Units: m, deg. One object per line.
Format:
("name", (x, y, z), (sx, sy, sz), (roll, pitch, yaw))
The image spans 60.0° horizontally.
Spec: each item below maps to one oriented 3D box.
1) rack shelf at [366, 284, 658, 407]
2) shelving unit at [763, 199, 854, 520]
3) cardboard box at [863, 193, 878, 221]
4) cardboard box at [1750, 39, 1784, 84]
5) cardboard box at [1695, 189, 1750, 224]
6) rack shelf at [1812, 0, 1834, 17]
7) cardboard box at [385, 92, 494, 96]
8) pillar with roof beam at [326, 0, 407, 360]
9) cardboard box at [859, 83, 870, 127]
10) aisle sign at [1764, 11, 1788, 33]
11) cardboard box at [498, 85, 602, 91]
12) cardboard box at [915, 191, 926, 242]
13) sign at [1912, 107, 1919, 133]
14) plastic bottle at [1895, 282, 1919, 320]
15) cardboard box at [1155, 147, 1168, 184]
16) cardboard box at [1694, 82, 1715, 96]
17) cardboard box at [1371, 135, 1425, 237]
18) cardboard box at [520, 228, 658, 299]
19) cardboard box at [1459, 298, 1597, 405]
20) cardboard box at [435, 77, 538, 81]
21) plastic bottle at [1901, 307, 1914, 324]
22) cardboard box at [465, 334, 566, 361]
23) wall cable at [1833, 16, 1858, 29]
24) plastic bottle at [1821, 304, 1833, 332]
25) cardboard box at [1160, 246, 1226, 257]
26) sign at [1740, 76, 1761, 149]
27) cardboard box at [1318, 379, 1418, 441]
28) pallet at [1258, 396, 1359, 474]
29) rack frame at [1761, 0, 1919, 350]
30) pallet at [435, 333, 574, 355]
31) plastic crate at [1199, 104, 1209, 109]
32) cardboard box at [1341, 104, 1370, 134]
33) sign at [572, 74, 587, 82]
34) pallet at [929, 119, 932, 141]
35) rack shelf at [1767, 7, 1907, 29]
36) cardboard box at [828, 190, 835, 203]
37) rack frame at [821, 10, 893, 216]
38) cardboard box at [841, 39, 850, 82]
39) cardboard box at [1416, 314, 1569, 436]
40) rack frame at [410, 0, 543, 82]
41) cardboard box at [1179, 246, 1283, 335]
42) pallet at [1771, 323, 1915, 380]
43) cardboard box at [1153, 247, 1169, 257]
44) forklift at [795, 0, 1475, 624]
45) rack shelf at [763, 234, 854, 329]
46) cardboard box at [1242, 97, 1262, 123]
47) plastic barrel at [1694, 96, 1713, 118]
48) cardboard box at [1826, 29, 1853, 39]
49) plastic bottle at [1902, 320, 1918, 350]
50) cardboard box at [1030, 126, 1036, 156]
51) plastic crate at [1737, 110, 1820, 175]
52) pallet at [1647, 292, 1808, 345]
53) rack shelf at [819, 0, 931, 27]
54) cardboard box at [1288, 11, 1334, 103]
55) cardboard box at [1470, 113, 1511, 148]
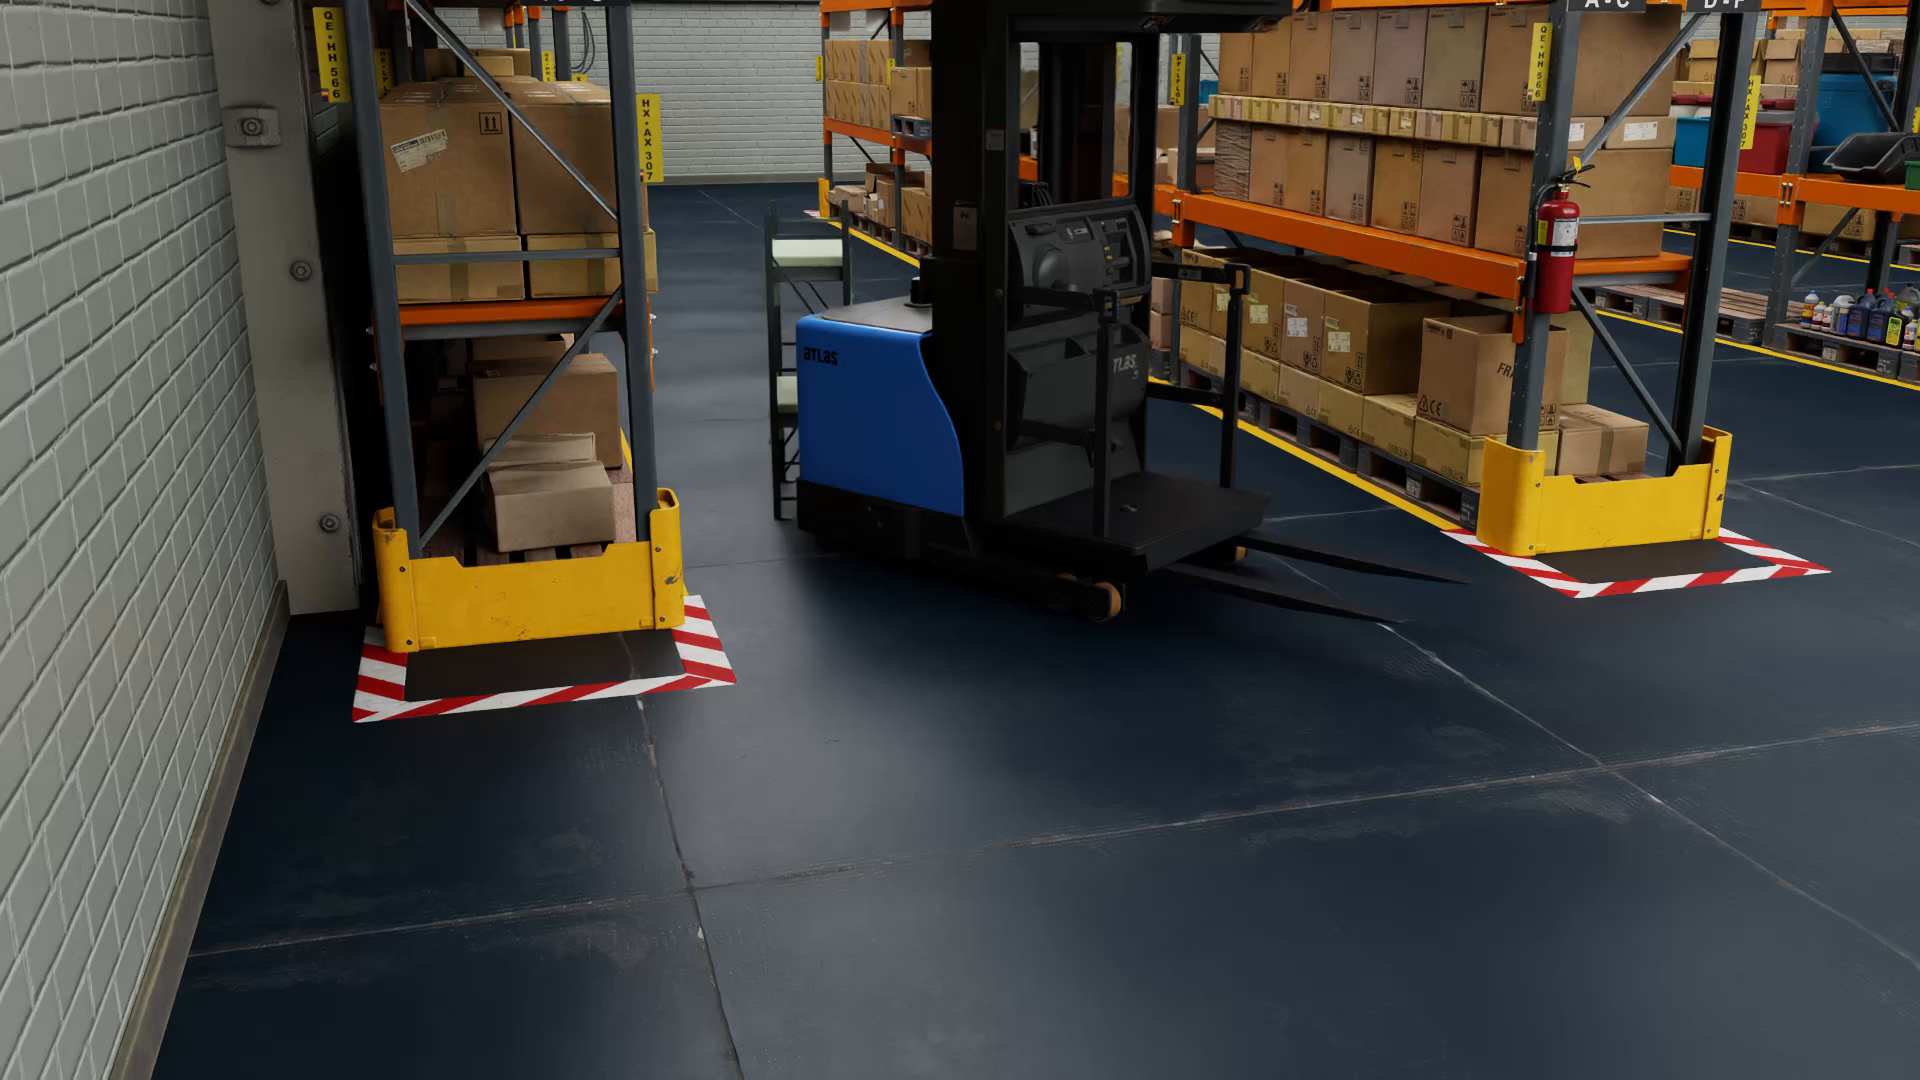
("rack shelf", (-2.252, -1.273, 8.226), (1.077, 0.370, 4.000), (-5, 17, -15))
("shelving unit", (-0.752, -0.931, 8.445), (0.431, 1.500, 0.755), (-1, 17, -4))
("cardboard box", (-0.874, -4.042, 20.103), (0.500, 0.311, 0.500), (-5, 17, -15))
("cardboard box", (9.648, -5.720, 19.863), (0.797, 0.503, 0.637), (-5, 17, -15))
("cardboard box", (9.729, -4.319, 20.081), (1.225, 0.875, 0.875), (-5, 18, -17))
("rack shelf", (7.273, -3.493, 10.402), (1.077, 0.370, 4.000), (-5, 17, -15))
("cardboard box", (-2.312, -1.757, 7.511), (0.500, 0.500, 0.500), (-5, 17, -17))
("pillar with roof beam", (-0.237, -6.063, 12.493), (9.100, 9.000, 0.400), (-5, 17, -15))
("cardboard box", (-0.909, -5.227, 19.964), (0.500, 0.500, 0.500), (-4, 17, -14))
("aisle sign", (12.676, -8.271, 25.753), (0.394, 0.787, 0.004), (-5, 17, -15))
("cardboard box", (-2.104, -2.084, 8.597), (0.500, 0.500, 0.500), (-5, 17, -17))
("cardboard box", (-0.183, -3.490, 17.937), (0.500, 0.500, 0.500), (-4, 17, -14))
("sign", (7.255, -3.127, 12.667), (0.100, 0.325, 0.005), (-5, 17, -15))
("plastic bottle", (7.039, -1.729, 12.335), (0.144, 0.351, 0.185), (-5, 17, -15))
("cardboard box", (1.542, -2.728, 12.052), (0.396, 0.266, 0.258), (-5, 17, -17))
("cardboard box", (9.312, -5.320, 20.276), (0.500, 0.500, 0.500), (-5, 17, -15))
("cardboard box", (2.663, -1.918, 8.948), (0.700, 0.500, 0.500), (-5, 17, -15))
("cardboard box", (-1.532, -1.162, 6.833), (0.500, 0.250, 0.500), (-5, 17, -17))
("cardboard box", (2.986, -1.004, 8.828), (0.500, 0.500, 0.500), (-5, 17, -15))
("cardboard box", (-3.583, -3.254, 12.633), (0.700, 0.500, 0.500), (-6, 18, -20))
("plastic bottle", (6.675, -1.512, 11.749), (0.097, 0.271, 0.097), (0, 17, 0))
("cardboard box", (-2.478, -0.900, 9.316), (0.500, 0.500, 0.500), (-6, 18, -19))
("wall cable", (17.505, -9.608, 32.958), (0.588, 1.984, 0.122), (-5, 17, -15))
("plastic bottle", (6.445, -1.645, 12.315), (0.097, 0.201, 0.097), (0, 17, 0))
("cardboard box", (1.810, -2.132, 12.911), (0.500, 0.311, 0.500), (-5, 18, -17))
("sign", (3.594, -1.952, 7.593), (0.100, 0.325, 0.005), (-5, 17, -15))
("cardboard box", (2.340, -0.742, 9.257), (0.500, 0.250, 0.500), (-5, 17, -15))
("pallet", (2.477, -0.667, 9.804), (1.003, 0.211, 1.213), (-5, 17, -15))
("rack frame", (6.724, -2.954, 12.572), (1.000, 3.000, 0.127), (-5, 17, -15))
("pallet", (-3.356, -1.389, 12.208), (1.003, 0.211, 1.213), (-5, 17, -15))
("plastic crate", (3.372, -5.798, 22.396), (0.250, 0.136, 0.298), (-5, 17, -15))
("cardboard box", (2.343, -2.335, 9.210), (0.380, 0.149, 0.250), (-5, 17, -16))
("sign", (-2.282, -2.630, 9.990), (0.100, 0.325, 0.005), (-5, 17, -15))
("pallet", (0.322, -4.115, 16.772), (1.003, 0.211, 1.213), (-5, 17, -15))
("rack shelf", (13.534, -7.568, 23.968), (1.077, 0.370, 4.000), (-5, 17, -15))
("cardboard box", (-1.553, -4.585, 22.193), (0.380, 0.149, 0.250), (-5, 17, -15))
("rack frame", (-1.338, -5.883, 22.322), (1.000, 3.000, 0.127), (-5, 17, -15))
("cardboard box", (-1.186, -5.983, 20.744), (0.500, 0.500, 0.500), (-4, 17, -14))
("cardboard box", (2.626, -0.825, 8.231), (0.500, 0.500, 0.500), (-5, 17, -15))
("rack frame", (-3.901, -3.277, 13.648), (1.000, 3.000, 0.127), (-5, 17, -15))
("cardboard box", (1.786, -1.654, 10.990), (0.500, 0.500, 0.500), (-5, 17, -15))
("pallet", (6.868, -1.429, 12.344), (1.003, 0.211, 1.213), (-5, 17, -15))
("cardboard box", (1.289, -2.087, 12.761), (0.500, 0.311, 0.500), (-5, 17, -15))
("forklift", (0.683, -1.236, 6.973), (3.031, 2.935, 1.130), (13, 21, 38))
("rack shelf", (-0.752, -1.305, 8.333), (0.431, 0.370, 0.720), (-1, 17, -4))
("cardboard box", (1.989, -2.692, 10.397), (0.380, 0.149, 0.250), (-5, 17, -17))
("plastic barrel", (6.470, -3.504, 14.167), (0.433, 0.535, 0.433), (0, 17, 0))
("cardboard box", (13.119, -7.268, 24.506), (0.500, 0.500, 0.500), (-5, 17, -16))
("plastic bottle", (6.654, -1.436, 11.618), (0.097, 0.201, 0.097), (0, 17, 0))
("cardboard box", (0.919, -3.523, 14.621), (0.500, 0.311, 0.500), (-4, 17, -12))
("plastic crate", (6.296, -3.094, 12.928), (0.402, 0.464, 0.583), (-5, 17, -15))
("pallet", (6.470, -1.833, 13.686), (1.003, 0.211, 1.213), (-5, 17, -15))
("rack shelf", (-0.788, -6.422, 20.152), (1.077, 0.370, 4.000), (-5, 17, -15))
("cardboard box", (2.365, -2.832, 9.737), (0.700, 0.500, 0.500), (-5, 17, -15))
("cardboard box", (2.698, -1.978, 8.023), (0.380, 0.149, 0.250), (-4, 17, -14))
